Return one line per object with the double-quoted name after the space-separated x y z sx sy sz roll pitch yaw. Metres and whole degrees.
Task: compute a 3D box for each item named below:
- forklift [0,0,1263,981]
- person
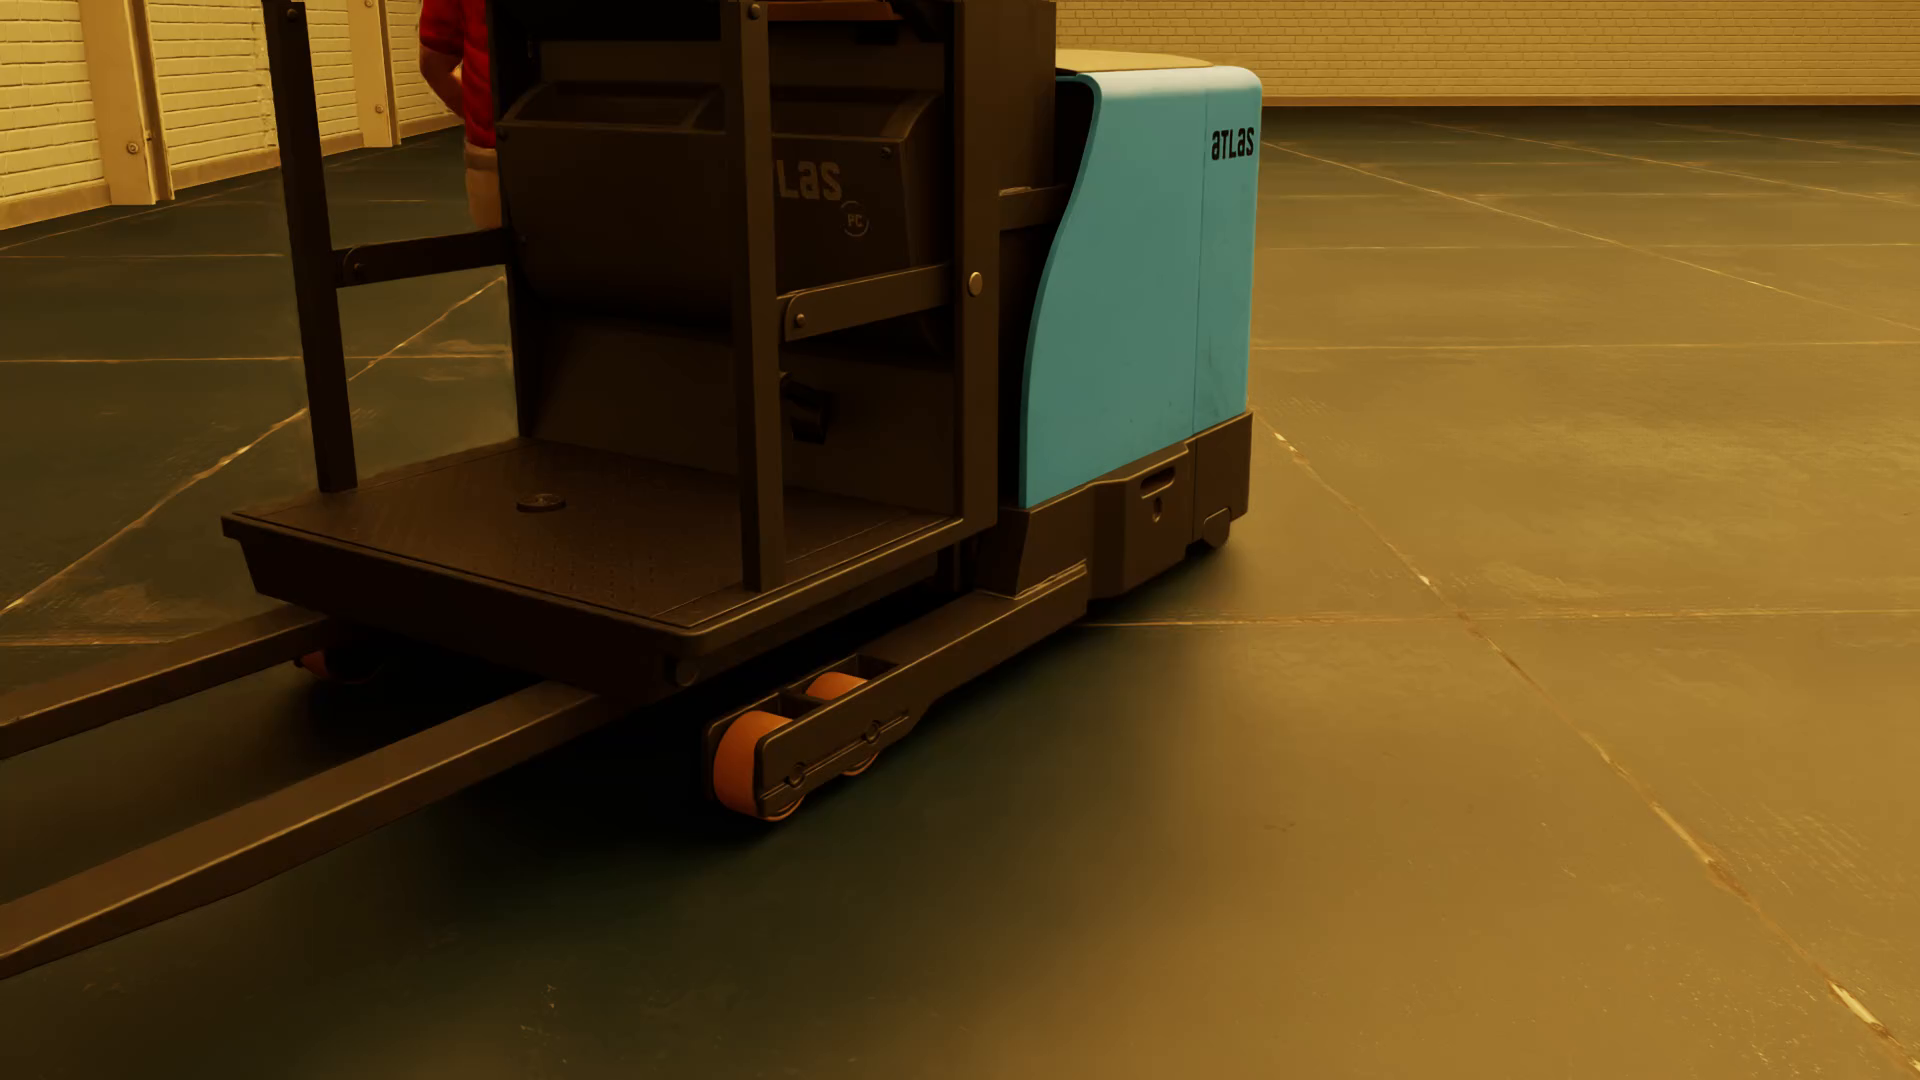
-0.556 -1.132 2.607 1.130 2.935 3.031 11 20 32 "forklift"
-0.908 -0.937 4.346 0.816 1.600 0.690 6 18 19 "person"
